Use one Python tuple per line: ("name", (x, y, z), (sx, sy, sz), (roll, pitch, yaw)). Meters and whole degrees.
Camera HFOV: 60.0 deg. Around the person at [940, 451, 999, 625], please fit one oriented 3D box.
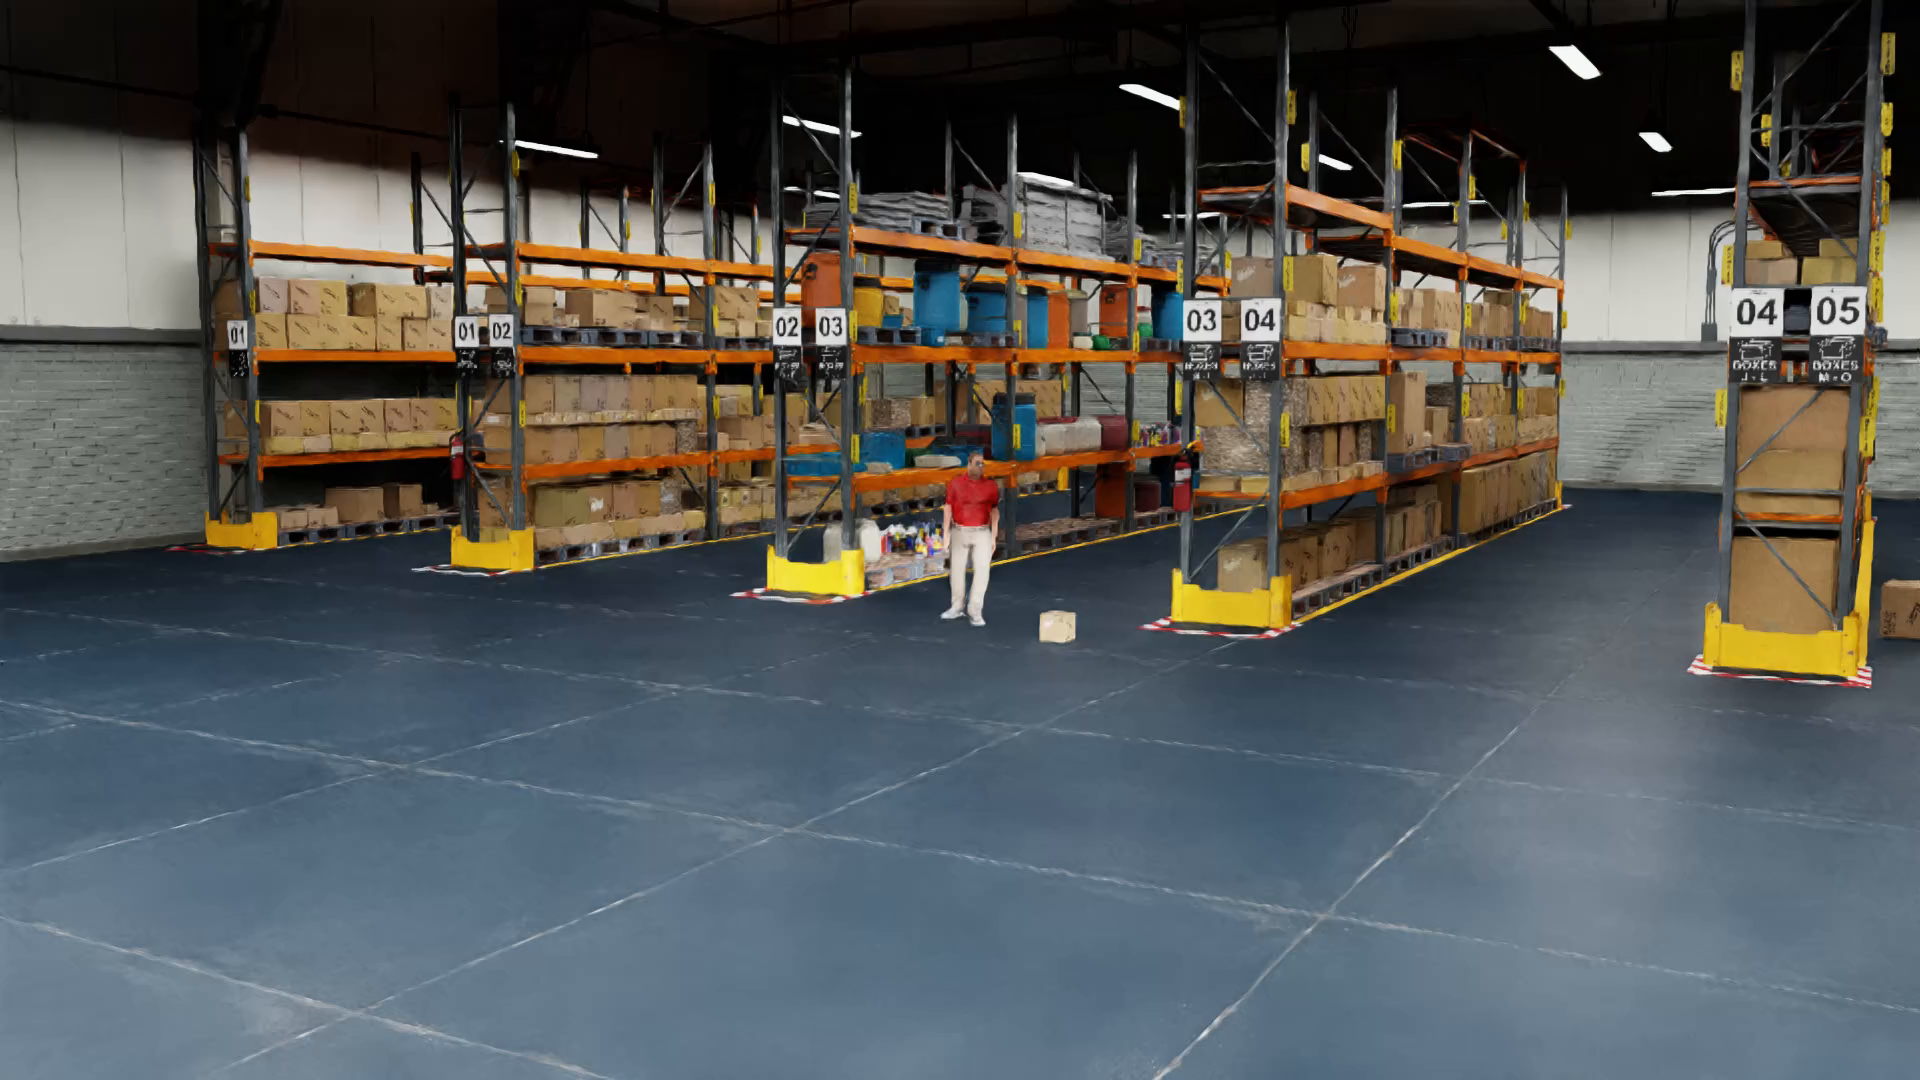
("person", (0.095, -0.032, 16.556), (0.585, 1.714, 0.577), (0, 6, -3))
